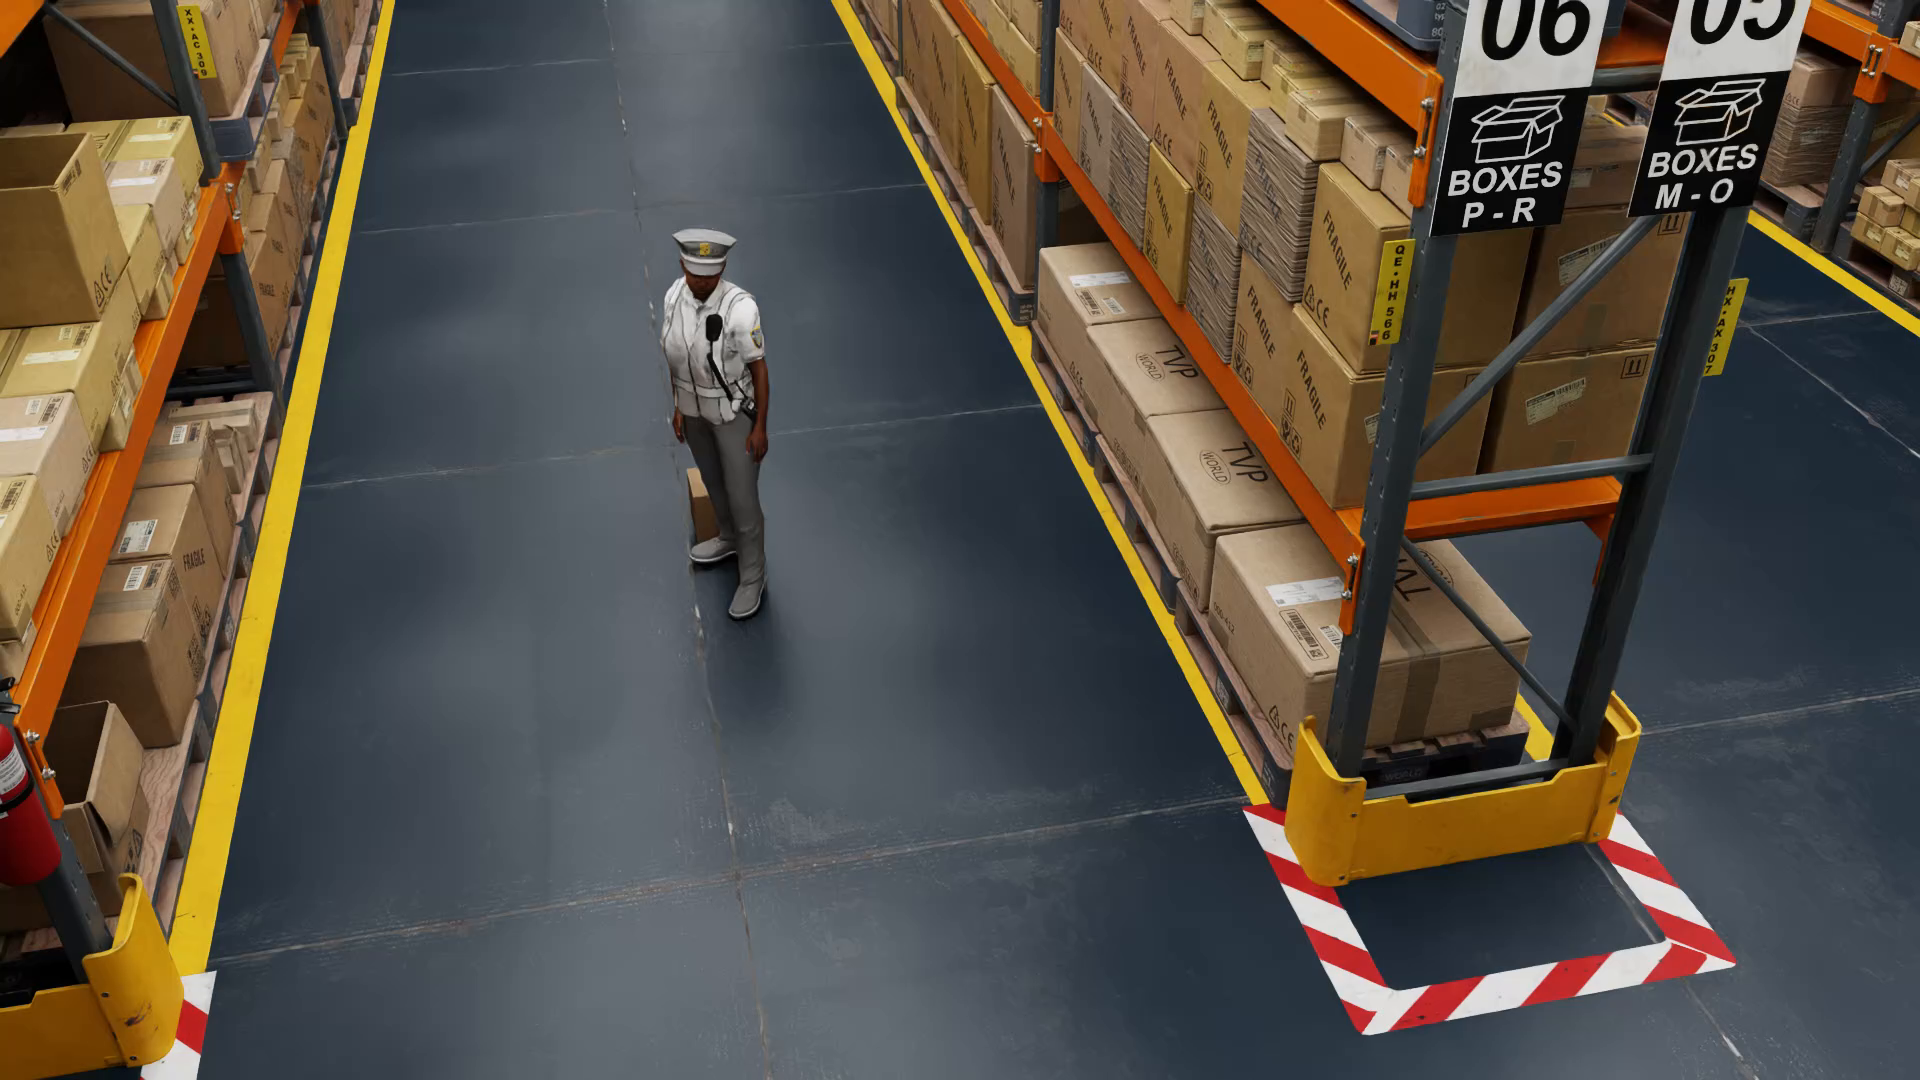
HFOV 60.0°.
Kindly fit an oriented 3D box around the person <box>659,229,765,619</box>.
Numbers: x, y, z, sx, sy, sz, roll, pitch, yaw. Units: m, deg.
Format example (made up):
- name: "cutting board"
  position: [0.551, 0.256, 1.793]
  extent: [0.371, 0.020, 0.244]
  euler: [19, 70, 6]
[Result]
- name: "person"
  position: [-1.006, -0.521, 6.865]
  extent: [0.502, 1.671, 0.483]
  euler: [19, 39, 26]
